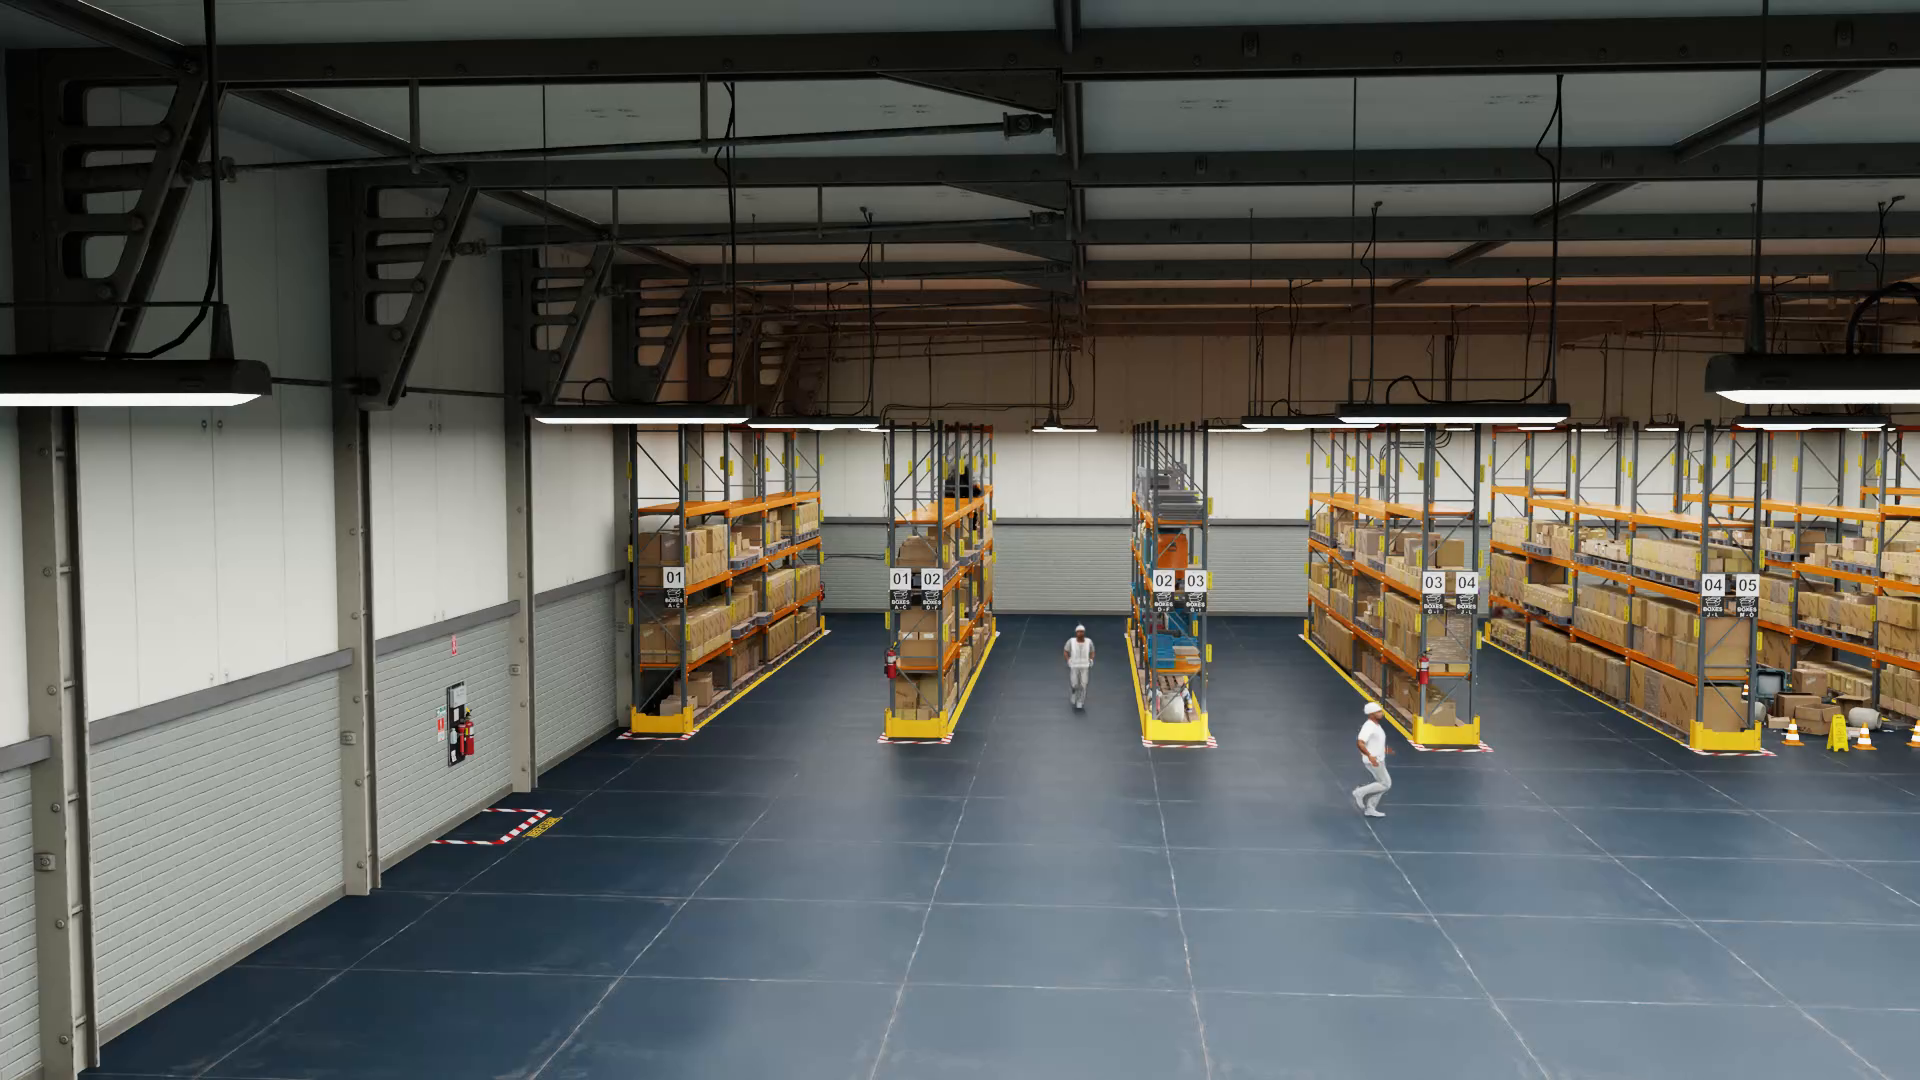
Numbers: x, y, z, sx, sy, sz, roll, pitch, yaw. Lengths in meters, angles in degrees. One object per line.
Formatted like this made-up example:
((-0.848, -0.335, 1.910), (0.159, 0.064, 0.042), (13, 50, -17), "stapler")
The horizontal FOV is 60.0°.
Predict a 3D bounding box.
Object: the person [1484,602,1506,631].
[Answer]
((15.372, 1.886, 47.607), (0.897, 1.611, 0.631), (3, 5, 43), "person")

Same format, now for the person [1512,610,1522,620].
((16.038, 1.888, 47.393), (0.579, 1.698, 0.681), (0, 4, 0), "person")

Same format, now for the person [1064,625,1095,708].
((2.505, 2.651, 34.764), (0.661, 1.736, 0.589), (0, 4, -2), "person")

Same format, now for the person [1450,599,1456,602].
((13.742, 1.920, 46.639), (0.588, 1.701, 0.734), (-3, 5, -41), "person")

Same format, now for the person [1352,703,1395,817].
((6.195, 3.288, 24.898), (0.584, 1.717, 0.703), (1, 4, 21), "person")
